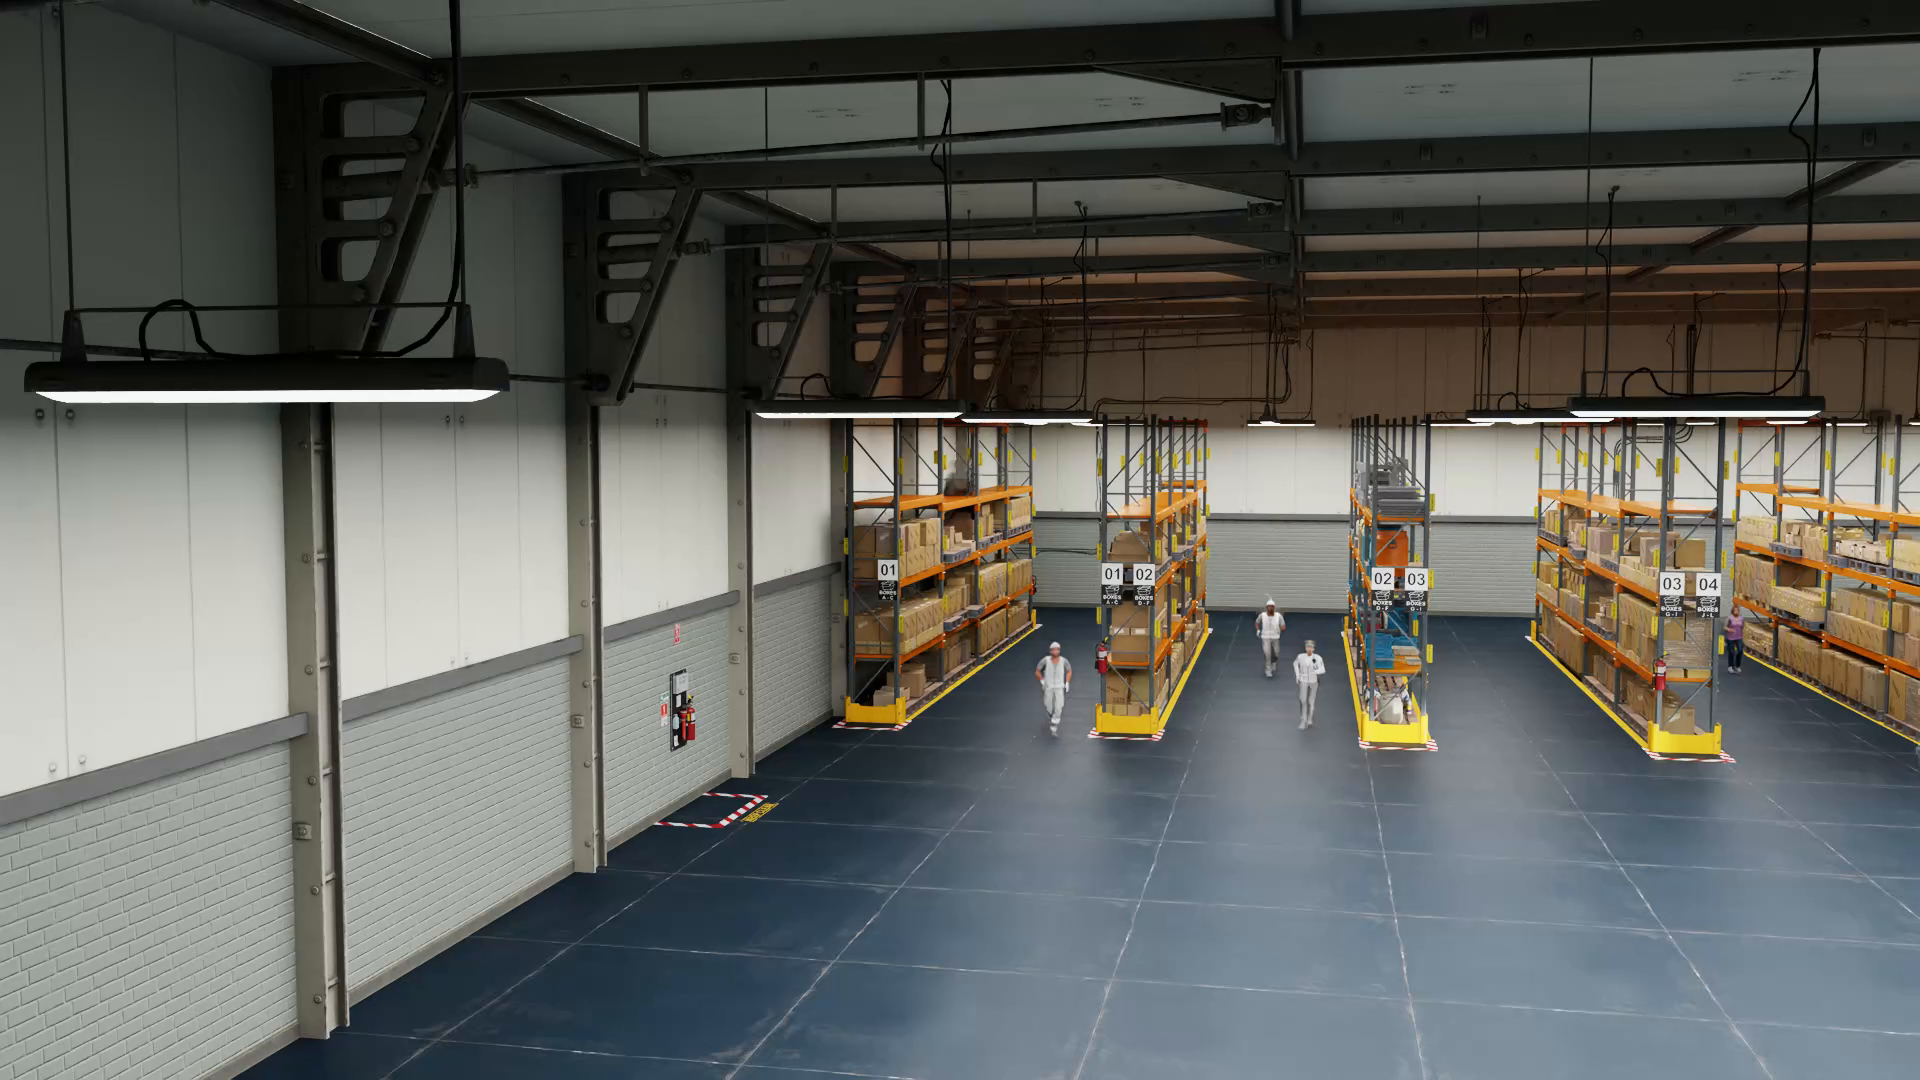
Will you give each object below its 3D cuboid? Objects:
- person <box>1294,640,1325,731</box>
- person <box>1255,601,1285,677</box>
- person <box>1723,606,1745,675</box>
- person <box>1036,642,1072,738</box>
[{"bbox_3d":[6.683,2.762,31.820,0.595,1.731,0.735,1,4,12],"label":"person"},{"bbox_3d":[7.188,2.283,38.563,0.696,1.750,0.826,0,4,6],"label":"person"},{"bbox_3d":[18.095,2.390,38.852,0.532,1.523,0.678,1,4,13],"label":"person"},{"bbox_3d":[1.764,2.784,31.175,0.691,1.755,0.664,0,4,-2],"label":"person"}]
